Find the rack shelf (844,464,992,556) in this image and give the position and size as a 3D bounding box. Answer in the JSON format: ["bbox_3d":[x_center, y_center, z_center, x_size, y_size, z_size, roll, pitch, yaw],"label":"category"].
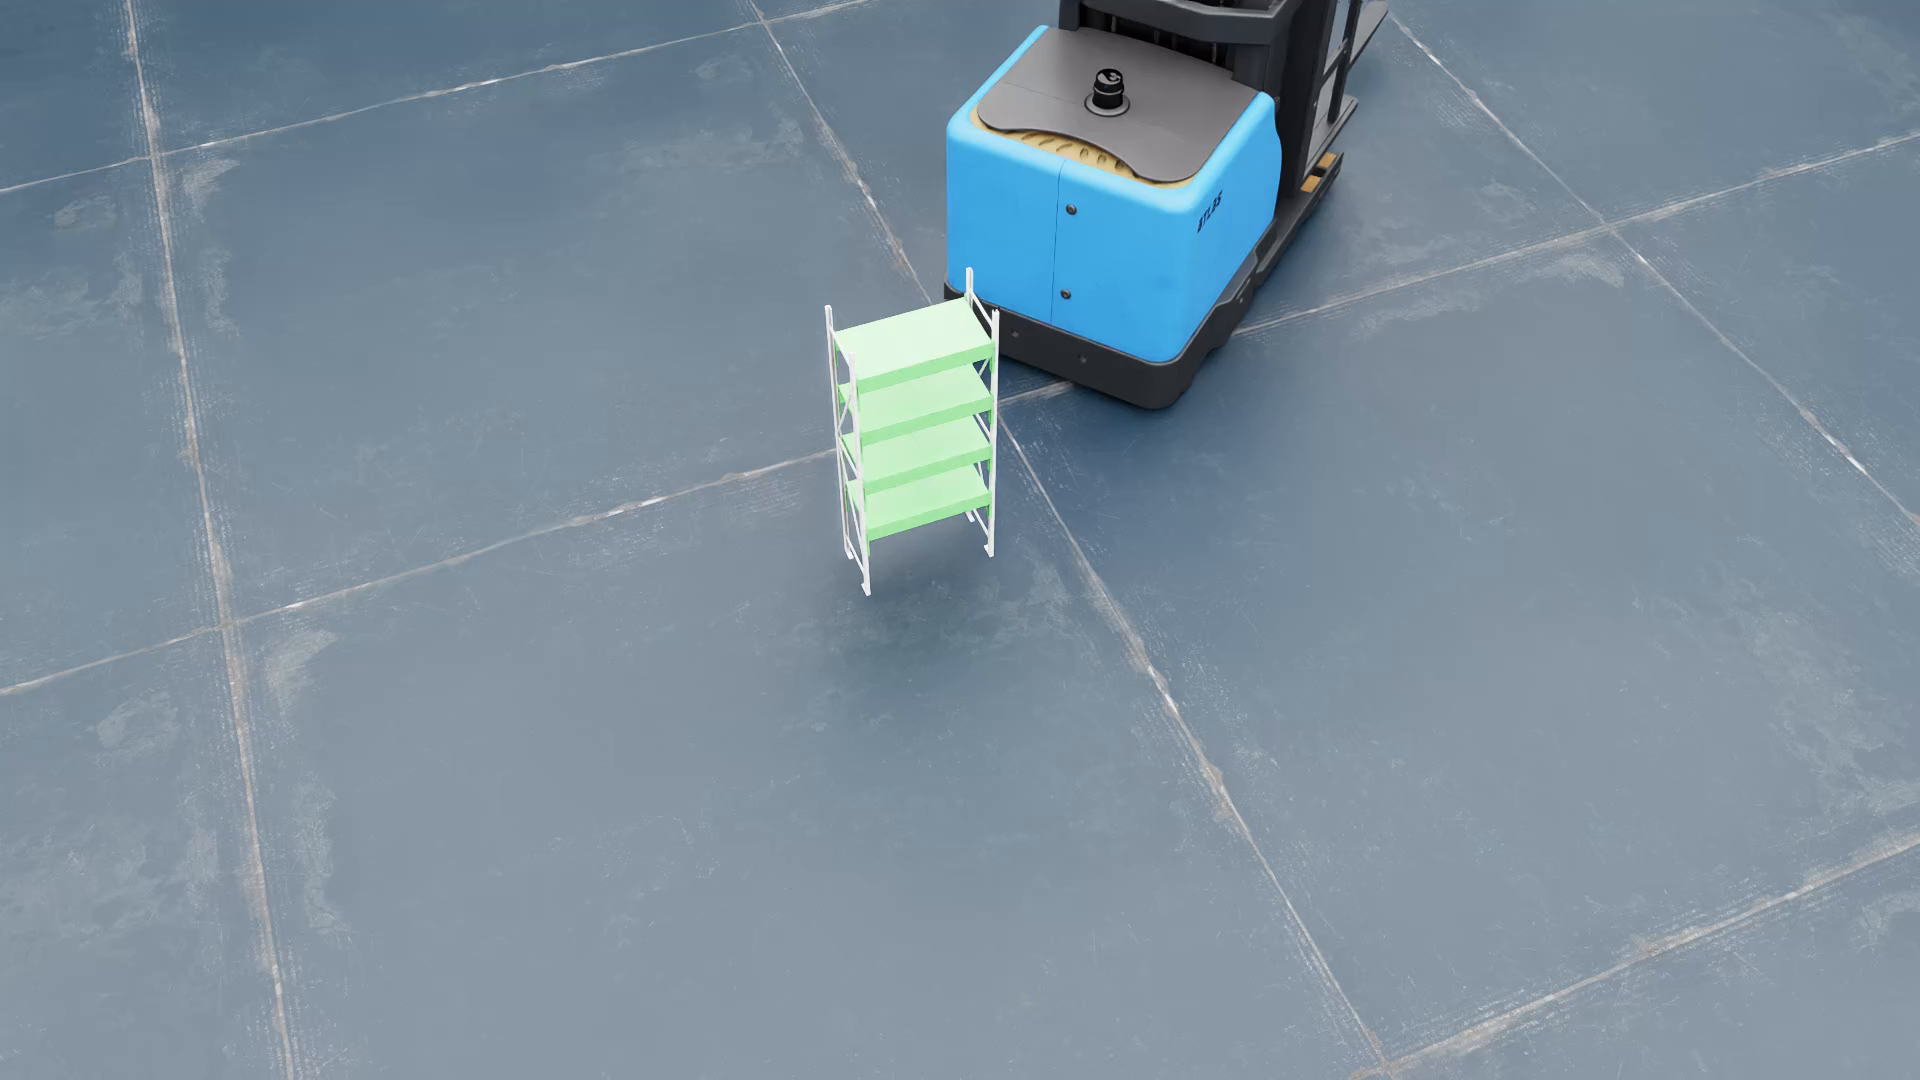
[{"bbox_3d":[-0.153,-0.145,5.985,0.480,0.148,0.258,-17,52,-14],"label":"rack shelf"}]

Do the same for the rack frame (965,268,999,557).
[{"bbox_3d":[0.073,-0.413,5.814,0.015,1.200,0.240,-17,52,-14],"label":"rack frame"}]

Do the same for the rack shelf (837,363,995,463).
[{"bbox_3d":[-0.153,-0.458,5.620,0.480,0.148,0.258,-17,52,-14],"label":"rack shelf"}]

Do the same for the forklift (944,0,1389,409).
[{"bbox_3d":[1.094,-2.595,6.546,1.130,2.935,3.031,23,53,19],"label":"forklift"}]

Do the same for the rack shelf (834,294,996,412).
[{"bbox_3d":[-0.153,-0.615,5.438,0.480,0.148,0.258,-17,52,-14],"label":"rack shelf"}]

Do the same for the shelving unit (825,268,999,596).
[{"bbox_3d":[-0.153,-0.343,5.754,0.503,1.200,0.258,-17,52,-14],"label":"shelving unit"}]

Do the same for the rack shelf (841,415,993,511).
[{"bbox_3d":[-0.153,-0.302,5.803,0.480,0.148,0.258,-17,52,-14],"label":"rack shelf"}]

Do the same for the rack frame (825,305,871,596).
[{"bbox_3d":[-0.379,-0.273,5.694,0.015,1.200,0.240,-17,52,-14],"label":"rack frame"}]
